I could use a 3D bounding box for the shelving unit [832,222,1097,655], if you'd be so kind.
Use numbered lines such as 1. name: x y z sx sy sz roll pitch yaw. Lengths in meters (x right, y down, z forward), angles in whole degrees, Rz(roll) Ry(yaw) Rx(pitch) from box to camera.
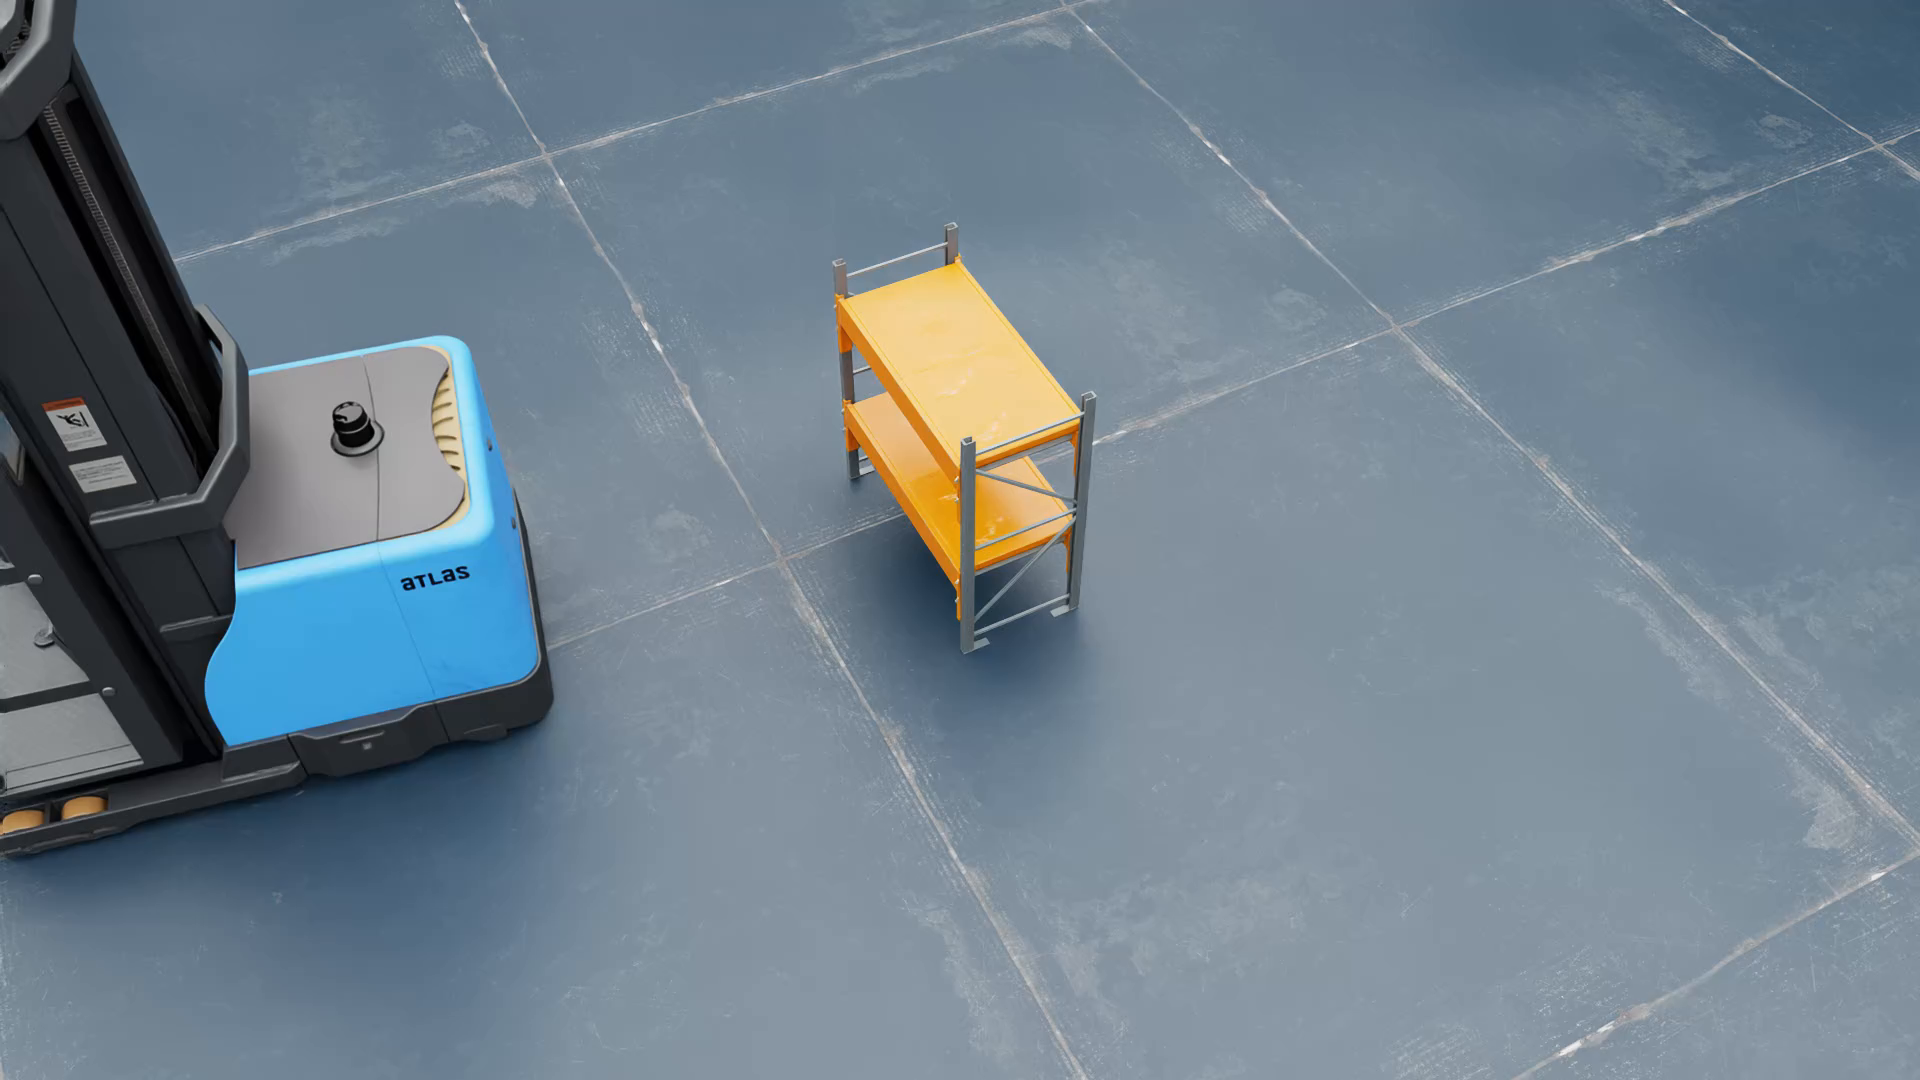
1. shelving unit: -0.003 -0.375 6.223 0.538 1.125 1.048 -21 52 -18

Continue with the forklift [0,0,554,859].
1. forklift: -3.051 -0.335 4.989 3.031 2.935 1.130 -12 50 -11

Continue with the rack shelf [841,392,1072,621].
1. rack shelf: -0.003 -0.214 6.407 0.538 0.278 1.000 -21 52 -18

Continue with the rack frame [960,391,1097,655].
1. rack frame: 0.230 -0.035 5.926 0.500 1.125 0.032 -21 52 -18

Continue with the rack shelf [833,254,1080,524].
1. rack shelf: -0.003 -0.568 6.003 0.538 0.278 1.000 -21 52 -18

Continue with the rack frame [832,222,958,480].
1. rack frame: -0.236 -0.715 6.521 0.500 1.125 0.032 -21 52 -18
